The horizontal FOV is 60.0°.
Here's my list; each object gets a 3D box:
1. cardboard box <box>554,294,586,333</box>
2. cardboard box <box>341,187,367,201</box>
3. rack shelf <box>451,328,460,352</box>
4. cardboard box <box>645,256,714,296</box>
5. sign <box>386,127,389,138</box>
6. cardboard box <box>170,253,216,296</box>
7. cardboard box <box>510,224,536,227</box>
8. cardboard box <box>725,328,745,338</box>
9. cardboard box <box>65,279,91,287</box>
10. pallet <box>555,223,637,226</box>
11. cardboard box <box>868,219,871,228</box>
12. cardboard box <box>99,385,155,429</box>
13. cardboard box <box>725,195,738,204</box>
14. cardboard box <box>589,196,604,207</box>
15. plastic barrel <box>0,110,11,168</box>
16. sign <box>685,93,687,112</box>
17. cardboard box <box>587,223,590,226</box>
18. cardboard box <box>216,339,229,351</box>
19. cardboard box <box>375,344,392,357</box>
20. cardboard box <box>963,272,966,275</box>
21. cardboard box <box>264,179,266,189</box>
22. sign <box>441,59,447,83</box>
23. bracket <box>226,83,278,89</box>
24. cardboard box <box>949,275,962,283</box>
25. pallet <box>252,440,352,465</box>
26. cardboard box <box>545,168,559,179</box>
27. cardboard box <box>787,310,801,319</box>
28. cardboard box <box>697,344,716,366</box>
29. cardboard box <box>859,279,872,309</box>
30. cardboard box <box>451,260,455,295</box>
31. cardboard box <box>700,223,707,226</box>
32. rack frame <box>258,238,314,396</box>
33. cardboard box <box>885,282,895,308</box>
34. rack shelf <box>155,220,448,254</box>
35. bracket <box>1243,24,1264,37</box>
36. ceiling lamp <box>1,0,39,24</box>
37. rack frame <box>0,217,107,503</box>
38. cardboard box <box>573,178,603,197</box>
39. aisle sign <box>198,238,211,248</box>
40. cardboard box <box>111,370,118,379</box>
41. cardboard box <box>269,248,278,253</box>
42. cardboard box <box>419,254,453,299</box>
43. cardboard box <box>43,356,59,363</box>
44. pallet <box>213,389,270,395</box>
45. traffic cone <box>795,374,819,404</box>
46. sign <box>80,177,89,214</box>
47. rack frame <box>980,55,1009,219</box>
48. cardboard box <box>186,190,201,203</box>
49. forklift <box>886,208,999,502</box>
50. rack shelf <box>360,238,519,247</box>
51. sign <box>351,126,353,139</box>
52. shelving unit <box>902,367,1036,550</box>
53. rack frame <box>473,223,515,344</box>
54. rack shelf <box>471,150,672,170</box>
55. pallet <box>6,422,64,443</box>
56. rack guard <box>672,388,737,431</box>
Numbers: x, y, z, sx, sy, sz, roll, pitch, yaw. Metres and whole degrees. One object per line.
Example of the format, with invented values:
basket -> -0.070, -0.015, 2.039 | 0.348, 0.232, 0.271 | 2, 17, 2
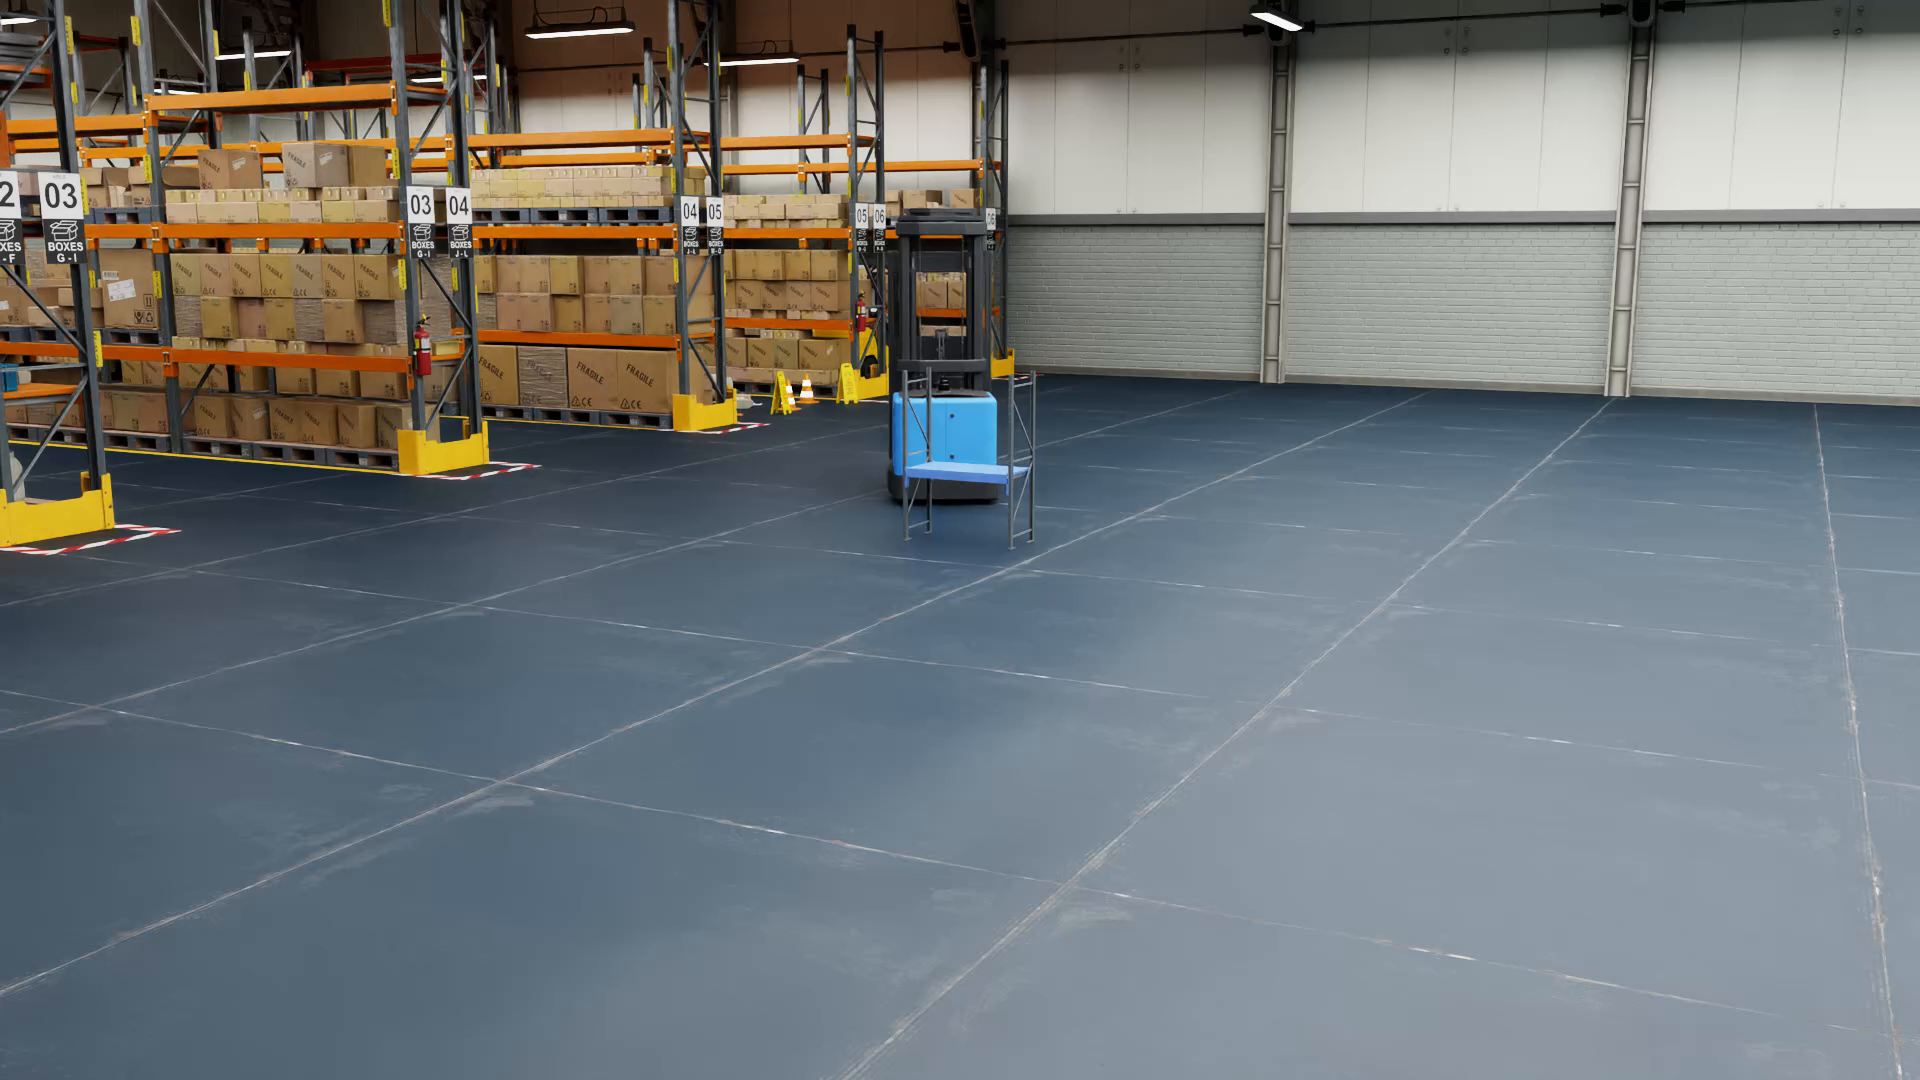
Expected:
cardboard box -> -5.431, -3.326, 24.264 | 0.500, 0.550, 0.875 | 5, 11, 26
cardboard box -> -6.783, -3.921, 18.849 | 0.250, 0.149, 0.380 | 4, 11, 23
rack shelf -> -9.016, -3.210, 26.063 | 4.000, 0.370, 1.077 | 5, 11, 26
cardboard box -> -3.951, -3.732, 23.472 | 0.550, 0.550, 0.875 | 5, 11, 26
sign -> -13.428, -9.520, 38.996 | 0.005, 0.325, 0.100 | 5, 11, 26
cardboard box -> -9.217, -3.234, 20.250 | 0.500, 0.500, 0.500 | 5, 11, 26
cardboard box -> -7.865, -5.969, 30.584 | 0.500, 0.500, 0.700 | 5, 11, 26
cardboard box -> -3.923, -3.577, 28.684 | 0.250, 0.149, 0.380 | 6, 12, 29
cardboard box -> -14.956, -4.225, 28.537 | 0.500, 0.500, 0.500 | 5, 11, 26
pallet -> -6.561, -5.735, 30.101 | 1.003, 0.211, 1.213 | 5, 11, 26
cardboard box -> -1.690, -5.320, 27.985 | 0.250, 0.149, 0.380 | 5, 11, 26
cardboard box -> -10.970, -1.745, 21.732 | 0.500, 0.500, 0.700 | 4, 11, 21
cardboard box -> -3.793, -5.779, 28.280 | 0.250, 0.149, 0.380 | 5, 11, 25
cardboard box -> -4.997, -4.752, 23.384 | 0.250, 0.149, 0.380 | 5, 11, 25
plastic barrel -> -8.604, -3.428, 14.439 | 0.708, 0.830, 0.600 | 5, 11, 26
sign -> -4.866, -7.741, 29.386 | 0.005, 0.325, 0.100 | 5, 11, 26
cardboard box -> -7.985, -6.796, 35.855 | 0.500, 0.250, 0.500 | 5, 11, 26
cardboard box -> -8.765, -2.378, 20.153 | 0.250, 0.149, 0.380 | 5, 11, 26
cardboard box -> -6.492, -2.192, 19.127 | 0.250, 0.149, 0.380 | 5, 11, 26
cardboard box -> 0.243, -5.192, 32.057 | 0.250, 0.149, 0.380 | 5, 11, 26
cardboard box -> -11.288, -5.614, 26.472 | 0.258, 0.266, 0.396 | 5, 11, 26
sign -> -7.452, -6.769, 24.019 | 0.005, 0.325, 0.100 | 5, 11, 26
bracket -> -18.746, -11.219, 41.345 | 5.218, 0.066, 0.076 | 5, 11, 26
cardboard box -> -0.020, -5.049, 32.102 | 0.250, 0.149, 0.380 | 5, 12, 27
pallet -> -7.792, -1.107, 20.252 | 1.213, 0.211, 1.003 | 5, 11, 26
cardboard box -> -5.682, -5.204, 23.645 | 0.250, 0.149, 0.380 | 5, 11, 26
cardboard box -> -2.707, -3.803, 28.023 | 0.250, 0.149, 0.380 | 5, 12, 27
cardboard box -> -4.228, -3.297, 28.963 | 0.500, 0.500, 0.500 | 6, 12, 28
cardboard box -> -1.838, -4.167, 28.214 | 0.500, 0.500, 0.500 | 5, 11, 25
cardboard box -> -7.671, -3.986, 25.241 | 0.500, 0.500, 0.700 | 5, 11, 25
cardboard box -> -4.264, -5.436, 28.625 | 0.250, 0.149, 0.380 | 5, 12, 28
rack frame -> -10.810, -3.721, 26.869 | 0.127, 3.000, 1.000 | 5, 11, 26
cardboard box -> -1.277, -4.849, 32.820 | 0.500, 0.500, 0.500 | 5, 11, 26
rack shelf -> -7.714, -3.586, 19.721 | 4.000, 0.370, 1.077 | 5, 11, 26
bracket -> 5.283, -9.108, 29.679 | 0.430, 0.232, 0.235 | 5, 11, 26
ceiling lamp -> -14.714, -9.451, 25.293 | 2.000, 3.185, 0.800 | 5, 11, 26
rack frame -> -8.112, -1.516, 14.683 | 0.127, 3.000, 1.000 | 5, 11, 26
cardboard box -> -5.096, -4.969, 23.464 | 0.500, 0.250, 0.500 | 5, 11, 25
aisle sign -> -15.812, -6.485, 34.838 | 0.004, 0.787, 0.394 | 5, 11, 26
cardboard box -> -14.820, -2.941, 29.385 | 0.250, 0.149, 0.380 | 5, 12, 27
cardboard box -> -13.597, -5.759, 33.220 | 0.250, 0.149, 0.380 | 5, 11, 25
cardboard box -> -6.293, -3.081, 19.409 | 0.500, 0.500, 0.500 | 5, 11, 26
cardboard box -> -15.786, -3.191, 29.096 | 0.250, 0.149, 0.380 | 4, 11, 23
pallet -> -11.510, -2.411, 27.459 | 1.213, 0.211, 1.003 | 5, 11, 26
traffic cone -> -2.492, -2.469, 27.073 | 0.334, 0.463, 0.336 | 5, 11, 26
sign -> -7.865, -3.084, 14.898 | 0.005, 0.325, 0.100 | 5, 11, 26
rack frame -> 0.657, -7.635, 31.646 | 0.127, 3.000, 1.000 | 5, 11, 26
cardboard box -> -9.084, -4.135, 20.036 | 0.250, 0.149, 0.380 | 4, 11, 23
forklift -> -0.230, -2.046, 17.804 | 1.130, 2.935, 3.031 | -1, 10, -4
rack shelf -> -11.898, -6.908, 38.073 | 4.000, 0.370, 1.077 | 5, 11, 26
sign -> -13.932, -9.307, 38.043 | 0.005, 0.325, 0.100 | 5, 11, 26
shelving unit -> 0.077, -0.731, 14.560 | 1.048, 1.500, 0.538 | 5, 11, 26
rack frame -> -8.710, -4.520, 31.282 | 0.127, 3.000, 1.000 | 5, 11, 26
rack shelf -> -6.917, -6.764, 29.976 | 4.000, 0.370, 1.077 | 5, 11, 26
pallet -> -12.395, -1.503, 22.443 | 1.213, 0.211, 1.003 | 5, 11, 26
rack guard -> -3.614, -1.859, 23.598 | 0.348, 0.500, 1.175 | 5, 11, 26
